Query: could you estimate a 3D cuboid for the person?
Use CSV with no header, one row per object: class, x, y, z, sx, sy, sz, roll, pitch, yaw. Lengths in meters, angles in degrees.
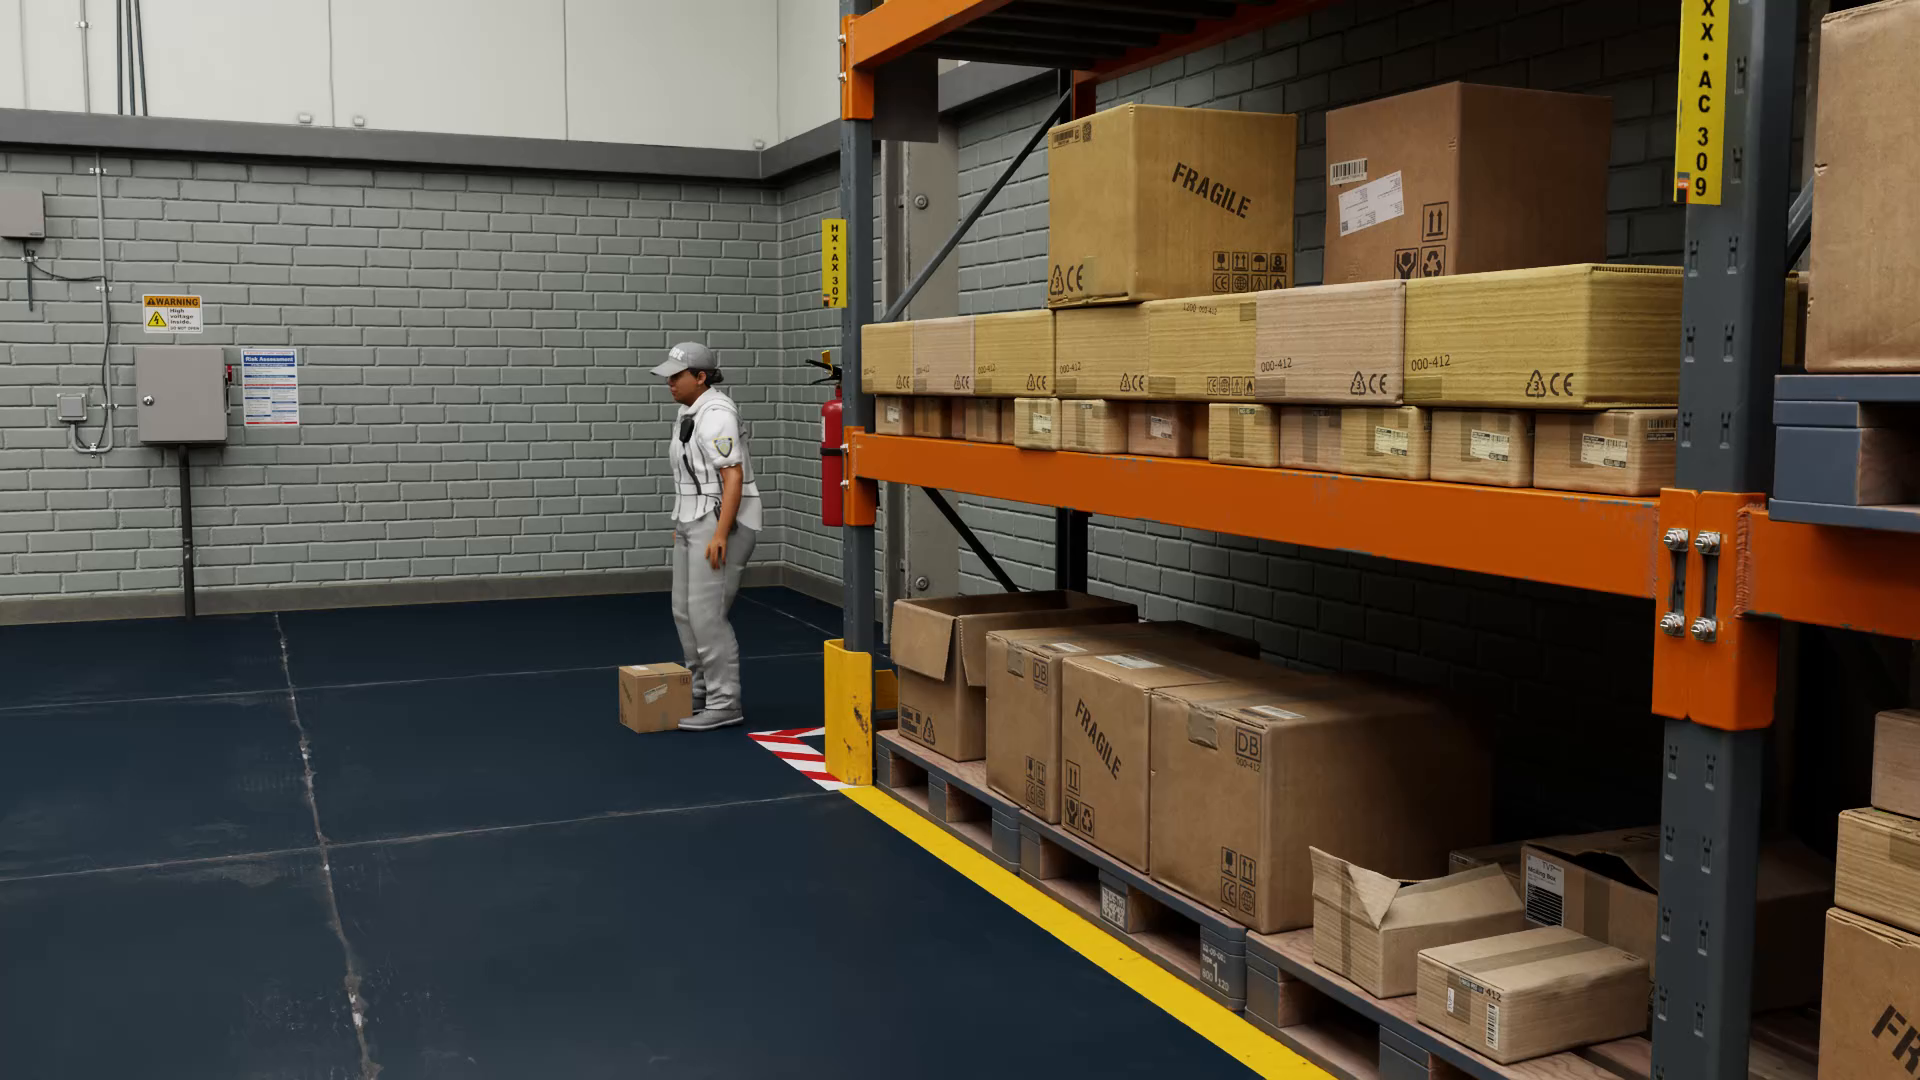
person,-1.123,-0.028,7.260,0.465,1.667,0.564,-3,6,-27
